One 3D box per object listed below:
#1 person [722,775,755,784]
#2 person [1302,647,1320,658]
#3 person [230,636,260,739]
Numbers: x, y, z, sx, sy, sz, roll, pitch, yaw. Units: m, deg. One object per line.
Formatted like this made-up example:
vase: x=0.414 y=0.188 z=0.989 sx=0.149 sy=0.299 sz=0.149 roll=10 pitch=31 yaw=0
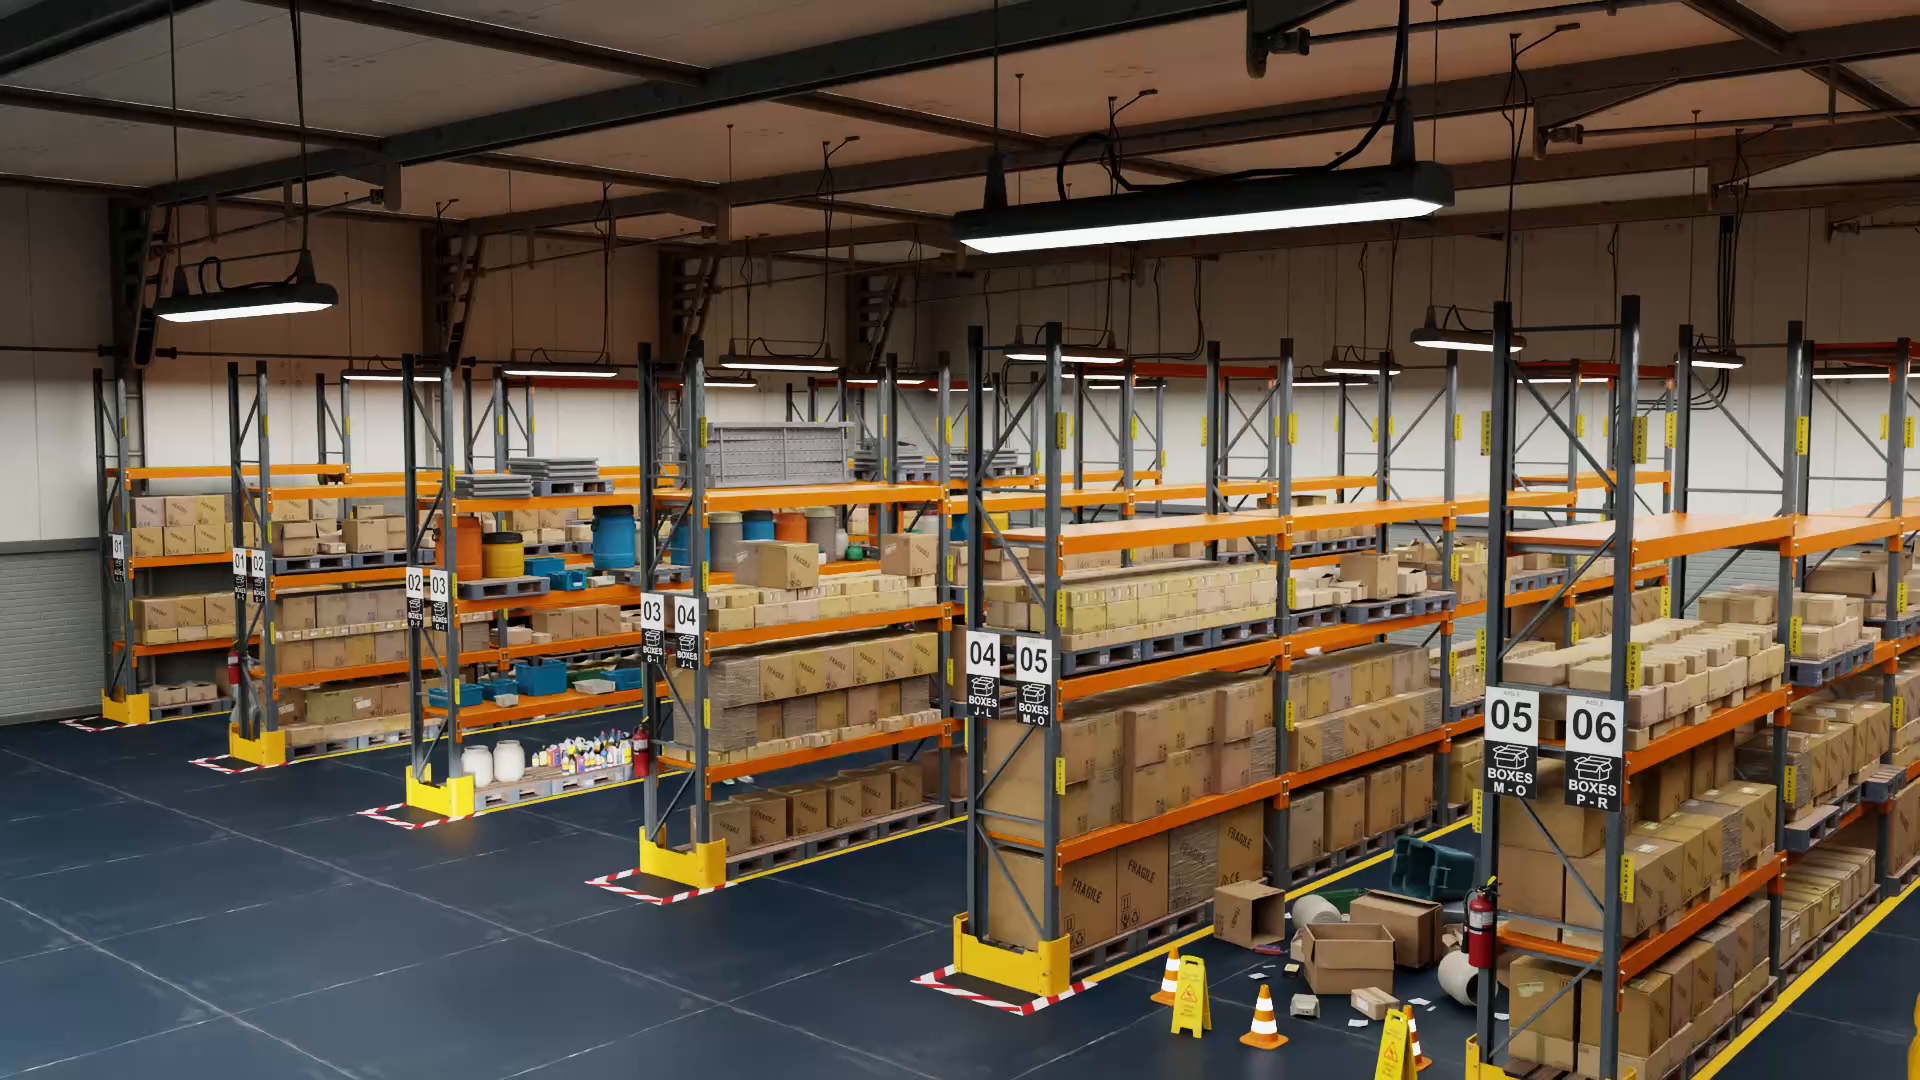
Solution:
person: x=-3.182 y=2.654 z=23.447 sx=0.434 sy=1.618 sz=0.461 roll=2 pitch=5 yaw=24
person: x=5.176 y=2.447 z=25.103 sx=0.611 sy=1.761 sz=0.573 roll=0 pitch=4 yaw=5
person: x=-11.548 y=2.368 z=26.813 sx=0.491 sy=1.743 sz=0.448 roll=-2 pitch=5 yaw=-30
